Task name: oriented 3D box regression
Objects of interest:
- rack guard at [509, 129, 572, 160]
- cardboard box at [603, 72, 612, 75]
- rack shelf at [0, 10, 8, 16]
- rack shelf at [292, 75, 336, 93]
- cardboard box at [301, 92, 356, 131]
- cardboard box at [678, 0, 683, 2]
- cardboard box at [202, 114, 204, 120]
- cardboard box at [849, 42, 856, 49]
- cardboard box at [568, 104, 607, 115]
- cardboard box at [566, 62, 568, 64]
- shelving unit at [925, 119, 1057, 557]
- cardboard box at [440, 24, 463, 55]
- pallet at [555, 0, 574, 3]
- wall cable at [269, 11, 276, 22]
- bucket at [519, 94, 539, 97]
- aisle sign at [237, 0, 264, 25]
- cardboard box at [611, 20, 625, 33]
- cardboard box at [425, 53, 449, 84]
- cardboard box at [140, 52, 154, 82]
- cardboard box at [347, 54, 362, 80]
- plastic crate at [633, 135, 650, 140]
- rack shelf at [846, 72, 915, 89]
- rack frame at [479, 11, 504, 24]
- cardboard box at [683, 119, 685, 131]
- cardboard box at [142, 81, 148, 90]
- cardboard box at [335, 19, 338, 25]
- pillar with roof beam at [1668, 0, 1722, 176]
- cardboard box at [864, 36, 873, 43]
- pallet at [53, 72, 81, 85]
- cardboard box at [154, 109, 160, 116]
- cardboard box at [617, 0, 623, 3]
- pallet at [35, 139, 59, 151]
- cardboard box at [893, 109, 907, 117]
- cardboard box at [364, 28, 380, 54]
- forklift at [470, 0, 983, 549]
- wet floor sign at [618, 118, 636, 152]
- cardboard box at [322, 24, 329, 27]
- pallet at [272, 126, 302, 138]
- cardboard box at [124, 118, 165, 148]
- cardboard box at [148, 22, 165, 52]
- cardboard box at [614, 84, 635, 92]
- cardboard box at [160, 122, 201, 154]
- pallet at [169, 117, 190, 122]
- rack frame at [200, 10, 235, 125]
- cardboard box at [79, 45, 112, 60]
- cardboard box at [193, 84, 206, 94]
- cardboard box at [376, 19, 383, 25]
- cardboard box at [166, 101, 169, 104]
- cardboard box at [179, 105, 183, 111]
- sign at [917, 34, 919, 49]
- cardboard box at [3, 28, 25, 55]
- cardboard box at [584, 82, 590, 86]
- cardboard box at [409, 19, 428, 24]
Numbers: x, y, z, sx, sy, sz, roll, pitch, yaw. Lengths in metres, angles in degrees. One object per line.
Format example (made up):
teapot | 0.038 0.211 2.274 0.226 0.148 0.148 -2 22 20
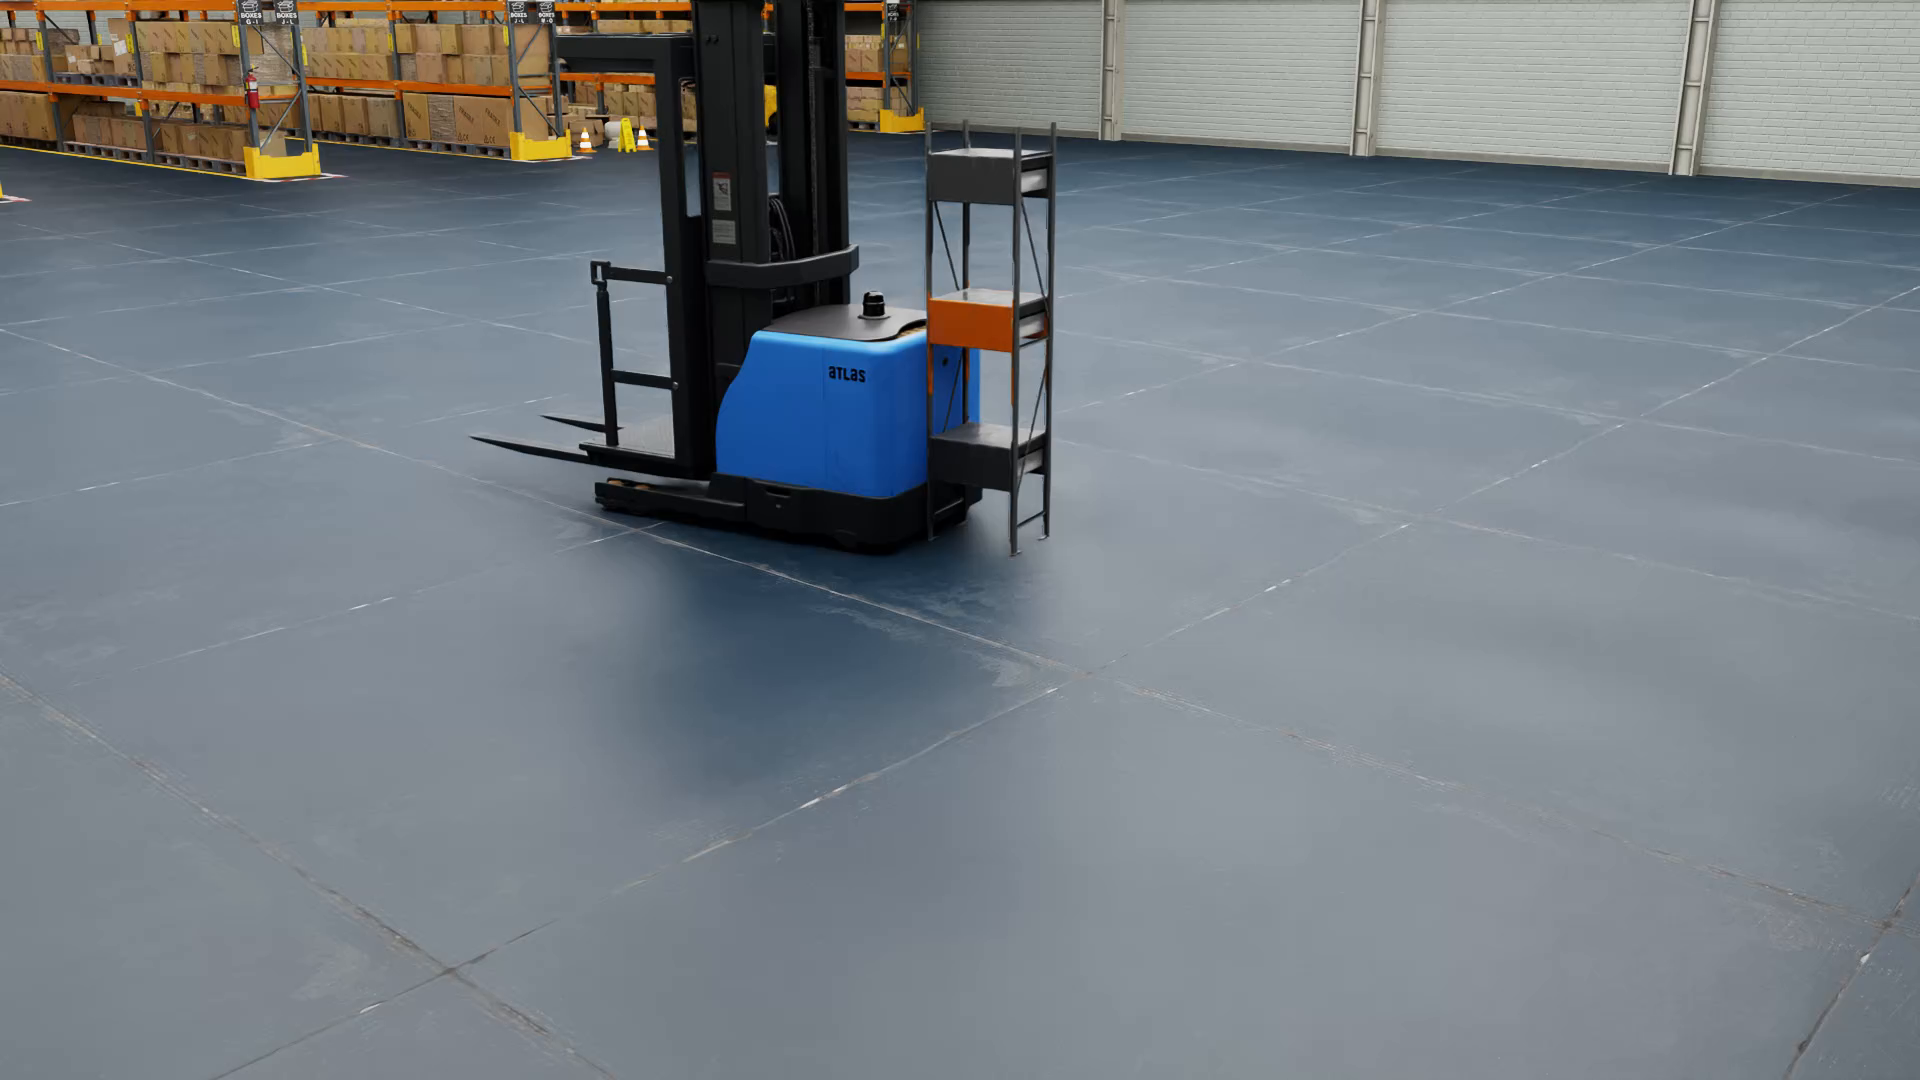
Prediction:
rack guard | -7.837 -7.396 31.091 0.348 0.500 1.175 15 23 39
cardboard box | -7.614 -10.281 36.462 0.250 0.149 0.380 15 23 39
rack shelf | -21.694 -11.389 35.769 4.000 0.370 1.077 15 23 39
rack shelf | -15.334 -10.258 37.164 4.000 0.370 1.077 15 23 39
cardboard box | -13.442 -9.184 35.617 0.750 0.750 1.050 15 23 39
cardboard box | -5.626 -11.221 34.466 0.250 0.149 0.380 15 23 40
cardboard box | -17.488 -9.916 38.917 0.250 0.149 0.380 16 24 41
cardboard box | -2.340 -11.383 38.282 0.250 0.149 0.380 15 23 39
cardboard box | -8.570 -9.732 37.968 0.950 0.372 0.625 -17 24 -42
cardboard box | -8.606 -10.758 37.272 0.250 0.149 0.380 15 23 38
shelving unit | 0.149 -1.004 8.304 0.503 2.100 0.431 10 20 28
cardboard box | -9.390 -9.572 31.781 0.500 0.550 0.875 15 23 39
pallet | -8.805 -12.232 37.547 1.003 0.211 1.213 15 23 39
wall cable | -19.912 -14.880 48.859 0.122 1.984 0.588 15 23 39
bucket | -9.214 -9.054 35.082 0.726 0.611 0.620 -9 10 -27
aisle sign | -11.375 -8.650 26.610 0.004 0.787 0.394 15 23 39
cardboard box | -7.084 -10.957 35.869 0.500 0.500 0.700 15 23 40
cardboard box | -9.810 -9.156 32.254 0.550 0.550 0.875 15 23 39
cardboard box | -13.919 -8.379 29.398 0.500 0.500 0.875 15 23 39
cardboard box | -12.170 -9.691 34.023 0.500 0.500 0.500 15 23 40
plastic crate | -7.006 -8.644 35.716 0.583 0.080 0.402 7 19 21
rack shelf | -2.848 -10.915 39.236 4.000 0.370 1.077 15 23 39
rack frame | -13.320 -14.069 47.985 0.127 3.000 1.000 15 23 39
cardboard box | -5.810 -8.830 35.327 0.500 0.250 0.500 15 23 39
cardboard box | -14.253 -8.063 29.475 0.250 0.149 0.380 15 23 39
cardboard box | -16.168 -13.530 43.396 0.250 0.149 0.380 16 24 41
pillar with roof beam | 9.330 -9.472 23.581 0.400 9.000 9.100 15 23 39
cardboard box | -1.965 -11.422 37.914 0.250 0.149 0.380 15 23 39
pallet | -16.602 -8.887 31.972 1.003 0.211 1.213 15 23 39
cardboard box | -19.392 -10.435 40.552 0.250 0.149 0.380 15 23 39
cardboard box | -7.148 -11.638 35.780 0.250 0.149 0.380 15 23 39
pallet | -17.746 -7.943 33.292 1.213 0.211 1.003 15 23 39
cardboard box | -1.590 -9.889 38.665 0.500 0.250 0.500 15 23 39
cardboard box | -11.608 -10.121 33.727 0.500 0.500 0.700 15 23 38
forklift | -1.414 -1.658 8.990 3.031 2.935 1.130 10 20 28
wet floor sign | -6.519 -7.913 32.478 0.232 0.644 0.267 11 20 30
cardboard box | -16.442 -13.309 43.771 0.500 0.500 0.500 14 23 38
pallet | -14.422 -9.027 36.707 1.213 0.211 1.003 15 23 39
cardboard box | -15.003 -7.540 30.818 0.500 0.500 0.700 15 23 39
cardboard box | -13.671 -8.712 28.794 0.500 0.500 0.500 15 23 39
cardboard box | -7.320 -9.874 36.305 0.250 0.149 0.380 15 23 40
cardboard box | -13.942 -7.213 29.820 0.500 0.500 0.500 14 22 38
pallet | -18.272 -10.045 39.914 1.213 0.211 1.003 15 23 39
rack frame | -16.830 -11.002 38.320 0.127 3.000 1.000 15 23 39
cardboard box | -16.292 -9.156 31.644 0.700 0.500 0.500 -14 22 -38
cardboard box | -12.764 -7.659 28.202 0.250 0.149 0.380 15 23 39
cardboard box | -14.568 -13.142 42.173 0.250 0.149 0.380 15 23 39
cardboard box | -18.824 -10.552 39.936 0.250 0.149 0.380 16 24 41
cardboard box | -18.384 -10.319 39.694 0.250 0.149 0.380 16 24 42
sign | -0.980 -11.431 38.111 0.005 0.325 0.100 15 23 39
cardboard box | -18.734 -10.038 33.459 0.637 0.503 0.797 16 24 41
cardboard box | -9.978 -12.414 45.134 0.250 0.149 0.380 14 23 38
cardboard box | -13.684 -13.098 42.033 0.250 0.149 0.380 15 23 38
